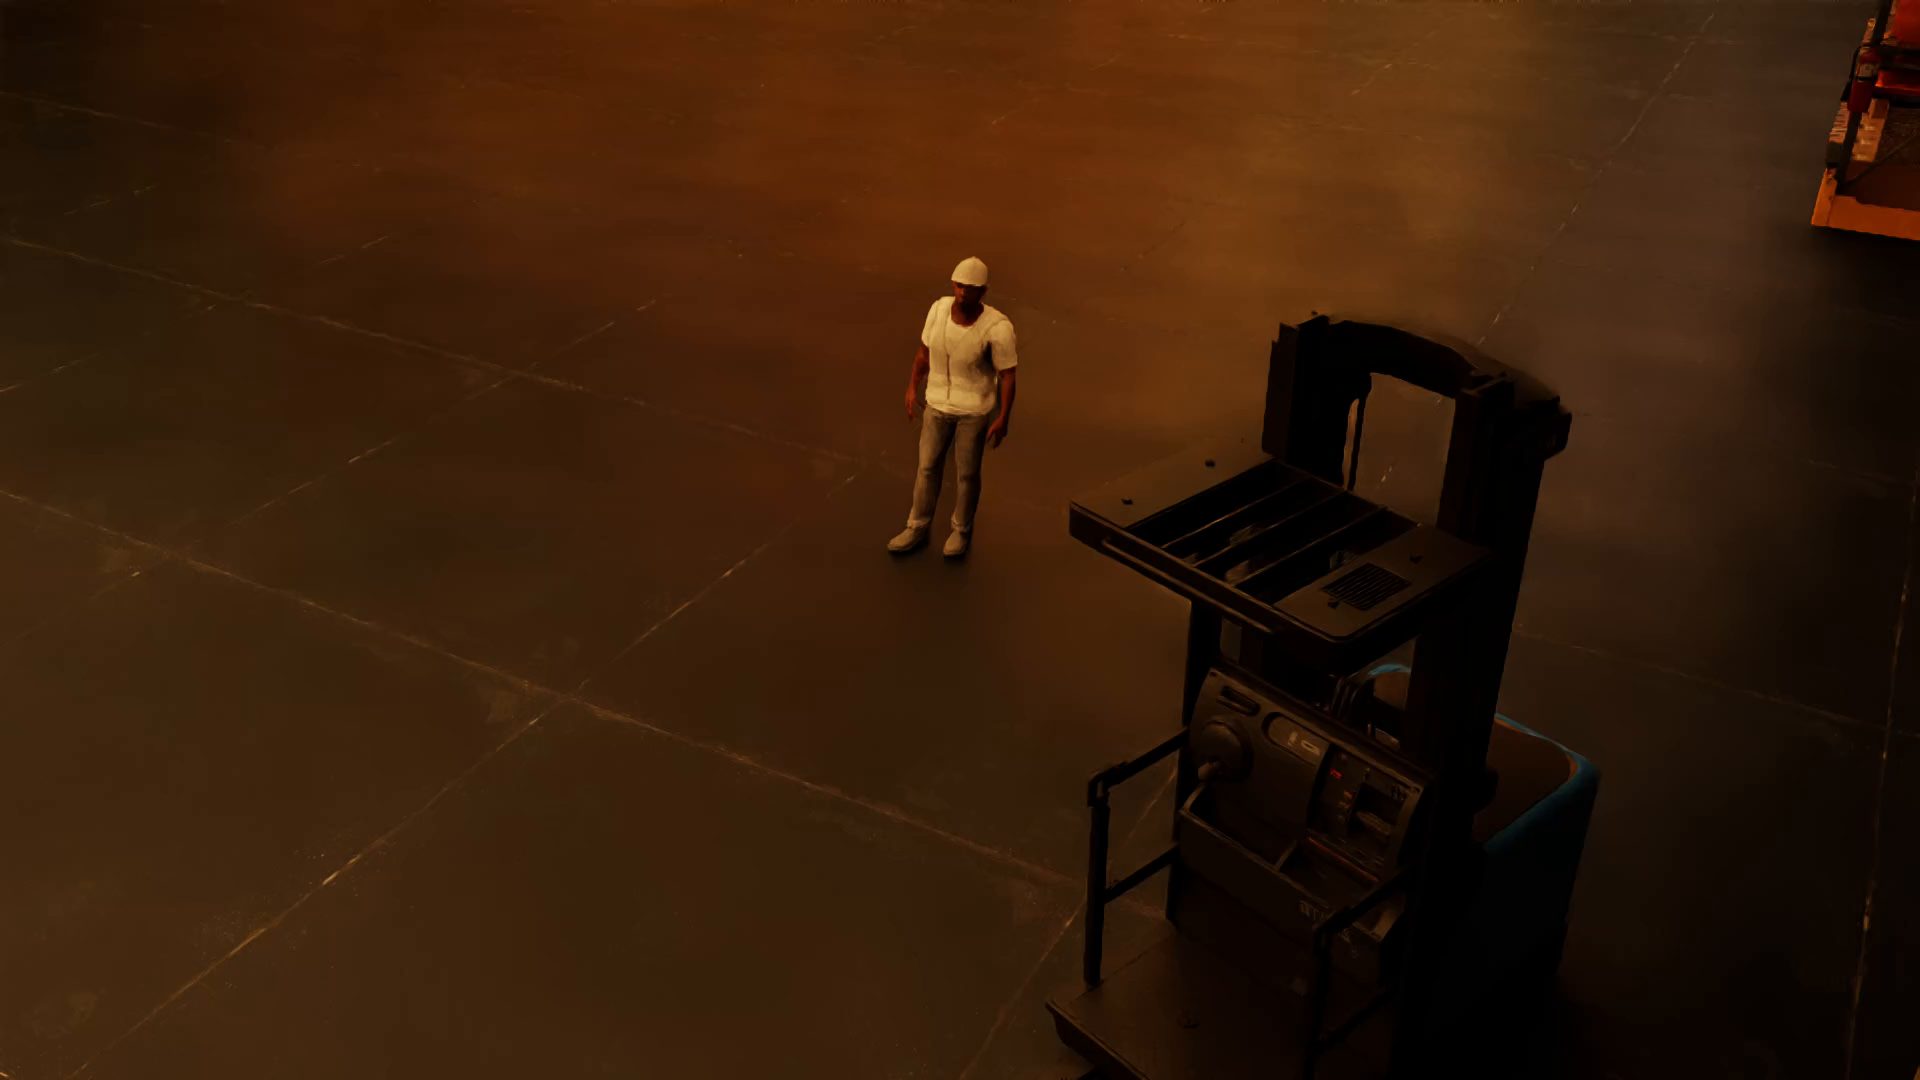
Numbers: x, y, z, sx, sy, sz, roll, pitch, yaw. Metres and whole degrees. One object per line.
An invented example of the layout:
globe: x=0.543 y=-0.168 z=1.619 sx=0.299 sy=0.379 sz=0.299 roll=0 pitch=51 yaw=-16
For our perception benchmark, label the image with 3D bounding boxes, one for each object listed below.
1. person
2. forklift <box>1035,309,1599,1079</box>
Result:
person: x=-0.039 y=-0.742 z=9.507 sx=0.644 sy=1.766 sz=0.576 roll=15 pitch=33 yaw=25
forklift: x=1.027 y=0.822 z=5.647 sx=3.031 sy=2.935 sz=1.130 roll=-24 pitch=37 yaw=-35
